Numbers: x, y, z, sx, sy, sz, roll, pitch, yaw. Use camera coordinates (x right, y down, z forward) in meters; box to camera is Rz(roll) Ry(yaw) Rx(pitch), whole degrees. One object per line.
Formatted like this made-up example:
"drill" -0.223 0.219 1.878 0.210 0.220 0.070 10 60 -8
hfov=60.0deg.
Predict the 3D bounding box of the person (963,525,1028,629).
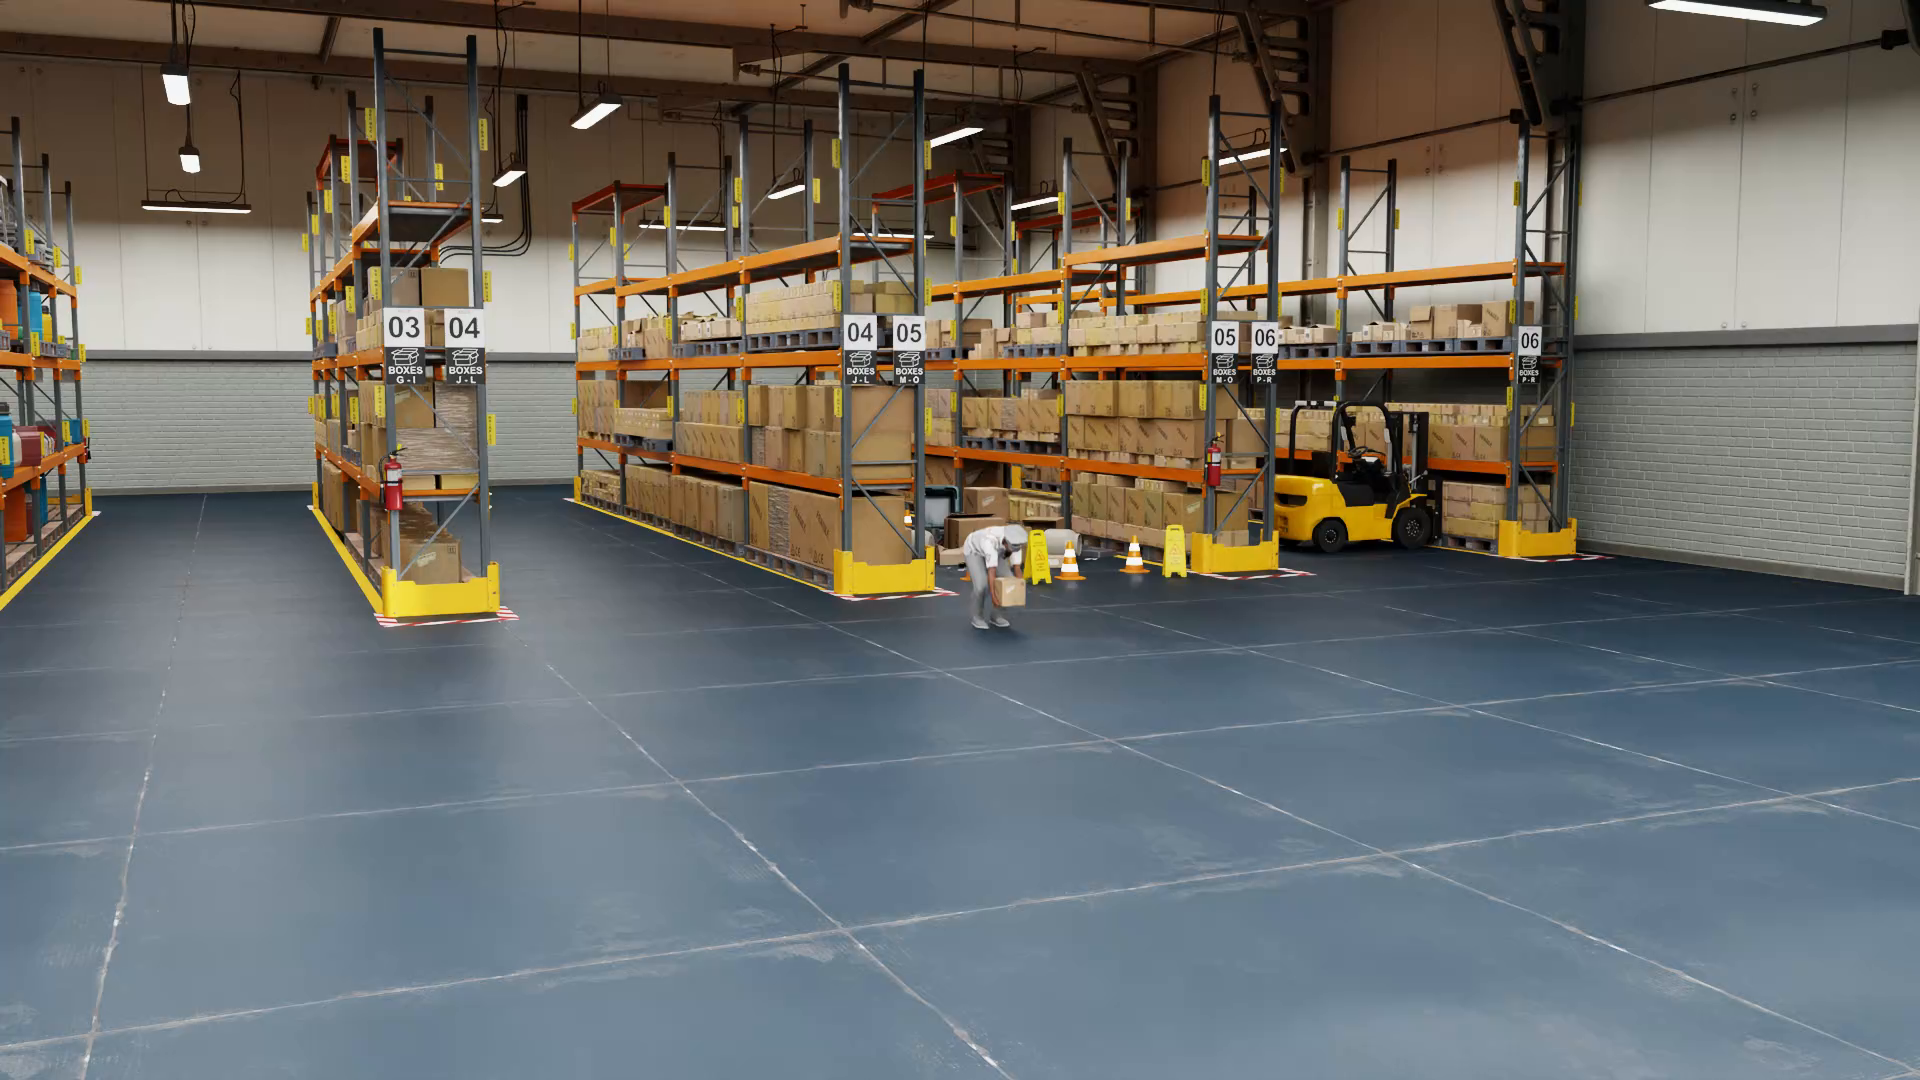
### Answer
"person" 0.367 0.355 16.464 0.454 1.064 0.933 -3 6 -27
